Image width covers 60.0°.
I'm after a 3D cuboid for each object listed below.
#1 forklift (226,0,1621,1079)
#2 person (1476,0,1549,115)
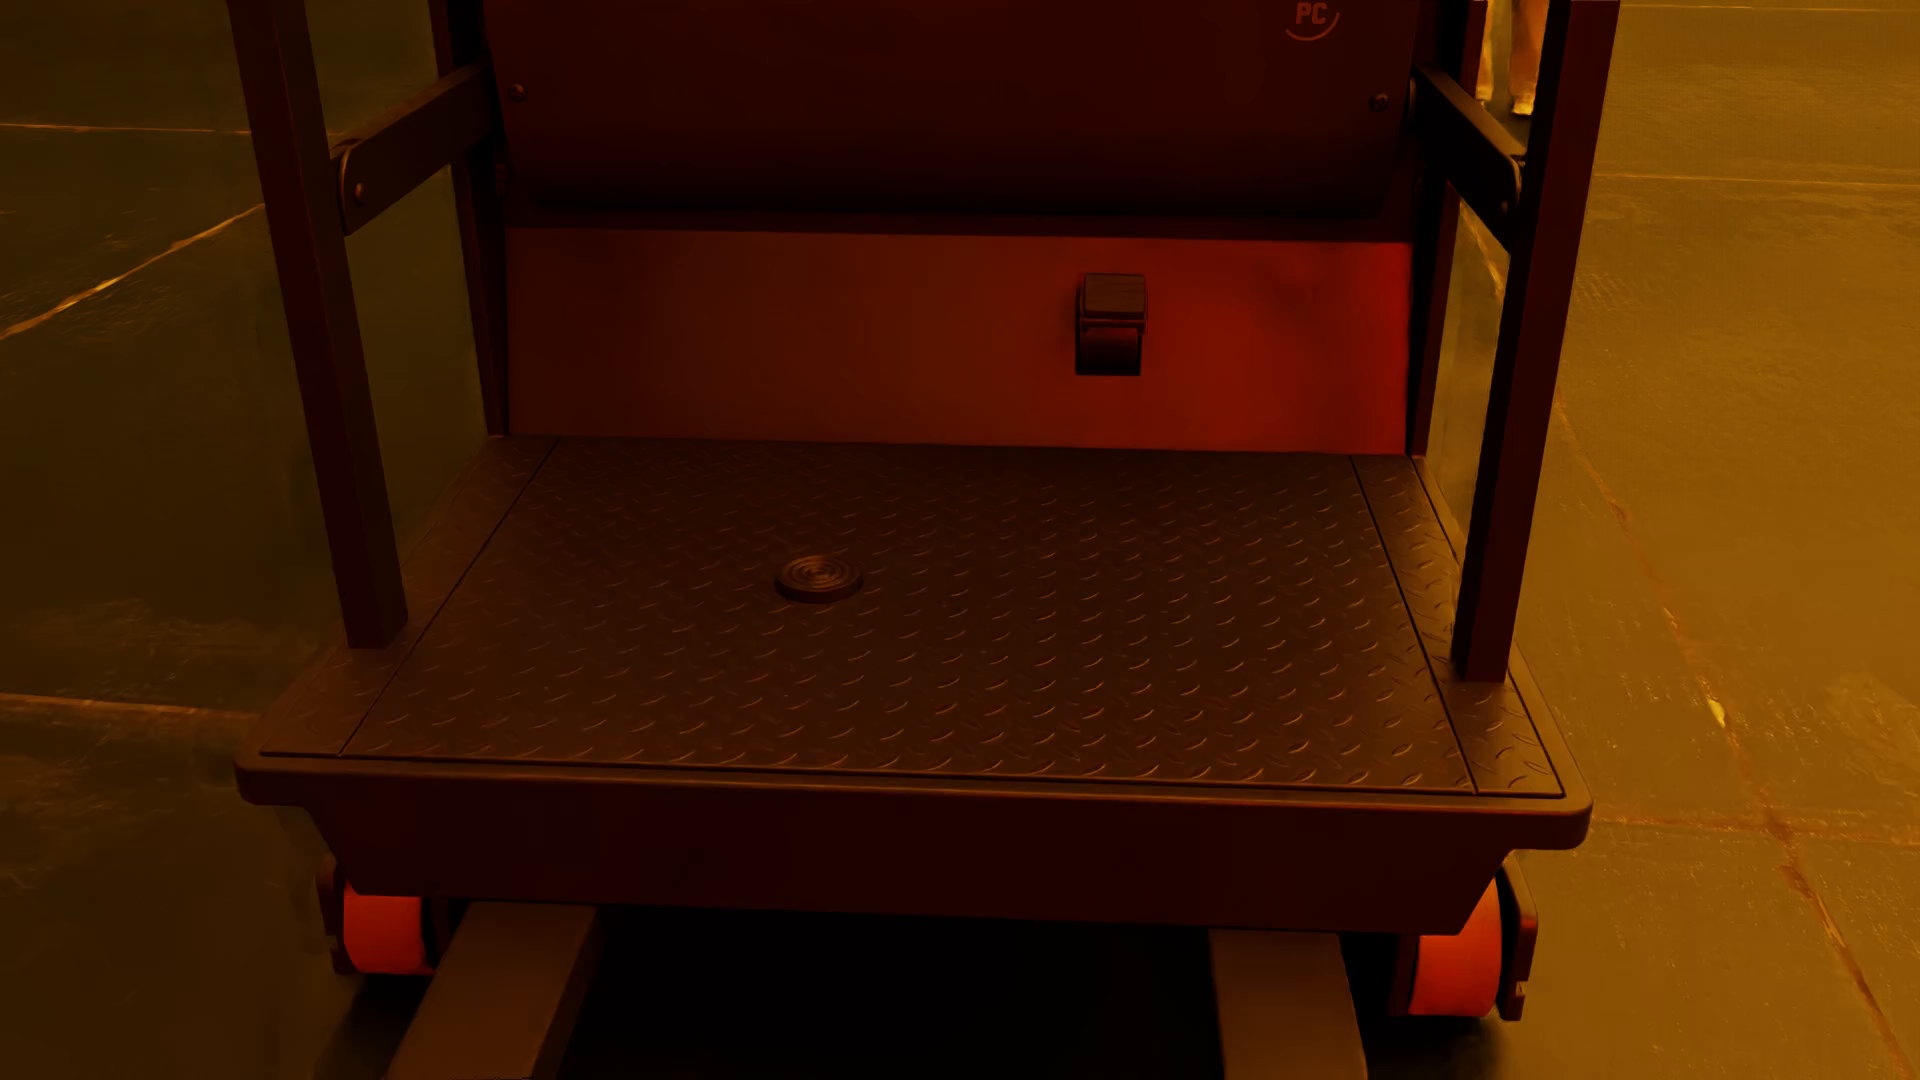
[{"bbox_3d":[-0.023,-1.008,1.237,1.130,2.935,3.031,1,27,3],"label":"forklift"},{"bbox_3d":[1.541,-2.040,4.696,0.549,1.676,0.549,3,27,6],"label":"person"}]
